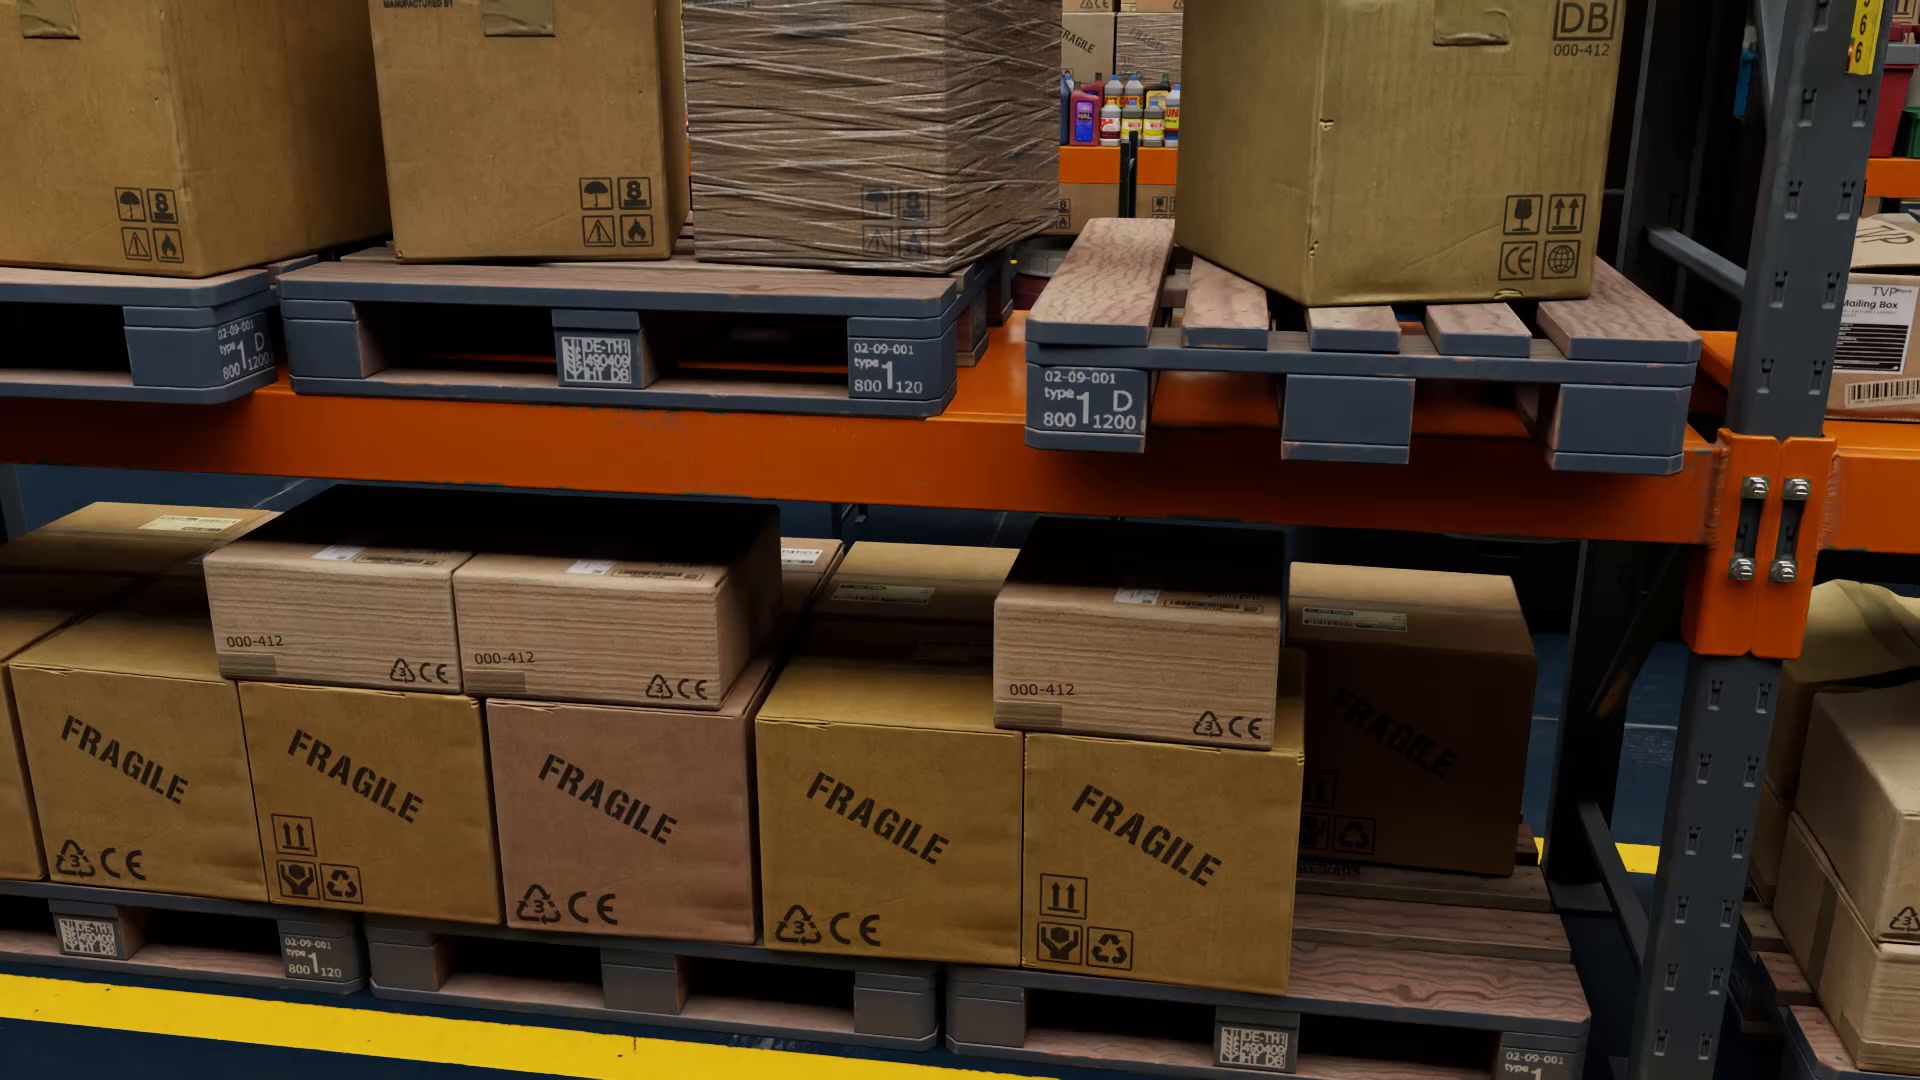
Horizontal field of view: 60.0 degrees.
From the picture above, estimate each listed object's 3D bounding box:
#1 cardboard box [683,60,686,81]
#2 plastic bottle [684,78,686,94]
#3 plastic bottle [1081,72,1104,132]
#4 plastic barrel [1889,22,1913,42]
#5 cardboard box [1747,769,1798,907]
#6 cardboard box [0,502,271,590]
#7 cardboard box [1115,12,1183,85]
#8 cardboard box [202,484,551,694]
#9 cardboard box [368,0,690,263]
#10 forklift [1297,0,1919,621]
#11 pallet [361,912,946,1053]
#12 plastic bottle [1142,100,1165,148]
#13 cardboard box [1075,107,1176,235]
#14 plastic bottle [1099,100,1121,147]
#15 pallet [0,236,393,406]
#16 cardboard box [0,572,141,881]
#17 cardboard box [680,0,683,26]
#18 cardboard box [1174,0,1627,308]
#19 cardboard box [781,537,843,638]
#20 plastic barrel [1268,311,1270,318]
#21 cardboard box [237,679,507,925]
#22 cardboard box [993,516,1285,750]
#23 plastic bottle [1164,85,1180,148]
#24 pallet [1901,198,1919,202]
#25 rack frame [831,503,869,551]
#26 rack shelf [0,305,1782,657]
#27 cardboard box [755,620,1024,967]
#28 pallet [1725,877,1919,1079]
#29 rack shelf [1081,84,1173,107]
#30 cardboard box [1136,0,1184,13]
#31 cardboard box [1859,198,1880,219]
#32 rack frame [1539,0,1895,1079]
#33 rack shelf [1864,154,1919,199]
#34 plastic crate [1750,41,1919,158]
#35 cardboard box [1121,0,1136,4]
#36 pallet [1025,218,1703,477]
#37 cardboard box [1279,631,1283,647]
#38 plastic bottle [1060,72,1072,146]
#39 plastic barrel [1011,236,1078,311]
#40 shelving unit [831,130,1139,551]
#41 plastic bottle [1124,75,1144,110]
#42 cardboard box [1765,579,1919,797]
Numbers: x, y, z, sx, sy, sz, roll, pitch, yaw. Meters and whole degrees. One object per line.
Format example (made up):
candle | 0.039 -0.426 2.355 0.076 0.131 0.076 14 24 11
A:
cardboard box | -2.119 -3.622 12.798 0.250 0.149 0.380 3 19 10
plastic bottle | -1.350 -2.261 8.528 0.135 0.276 0.152 3 19 9
plastic bottle | 0.650 -2.177 8.266 0.133 0.283 0.061 3 19 9
plastic barrel | 4.047 -2.076 7.565 0.433 0.535 0.433 0 18 0
cardboard box | 1.928 0.570 3.545 0.500 0.250 0.500 3 19 10
cardboard box | -2.047 0.225 4.149 0.500 0.500 0.500 3 19 8
cardboard box | 1.414 -3.635 12.283 0.500 0.500 0.500 2 19 7
cardboard box | -1.153 0.086 3.384 0.500 0.250 0.500 3 19 9
cardboard box | -0.825 -0.864 3.337 0.500 0.500 0.700 -2 19 -5
forklift | 2.710 -1.214 5.311 3.031 2.935 1.130 4 19 11
pallet | -0.562 0.726 3.802 1.213 0.211 1.003 3 19 9
plastic bottle | 0.873 -1.877 7.499 0.097 0.201 0.097 0 18 0
cardboard box | 1.388 -2.869 12.836 0.875 0.875 1.225 3 19 9
plastic bottle | 0.681 -1.887 7.528 0.097 0.201 0.097 0 18 0
pallet | -1.808 -0.521 3.436 1.213 0.211 1.003 3 19 9
cardboard box | -2.141 0.391 3.654 0.500 0.500 0.500 2 19 6
cardboard box | -1.995 -4.181 12.658 0.500 0.500 0.500 3 19 9
cardboard box | 0.730 -0.728 2.933 0.500 0.500 0.700 -3 19 -10
cardboard box | -0.563 0.303 3.916 0.500 0.500 0.500 2 19 7
plastic barrel | 1.674 -1.226 7.999 0.708 0.830 0.600 3 19 9
cardboard box | -1.120 0.442 3.502 0.500 0.500 0.500 3 19 9
cardboard box | 0.353 0.161 3.159 0.500 0.250 0.500 4 19 11
plastic bottle | 0.969 -1.905 7.473 0.097 0.271 0.097 0 18 0
pallet | 9.727 -3.490 16.402 1.213 0.211 1.003 3 19 9
rack frame | -0.418 -0.733 6.129 0.032 1.500 0.500 3 19 9
rack shelf | -0.605 -0.245 3.441 4.000 0.370 1.077 3 19 9
cardboard box | -0.102 0.492 3.352 0.500 0.500 0.500 2 19 7
pallet | 2.177 0.891 3.308 1.213 0.211 1.003 3 19 9
rack shelf | 0.970 -3.348 12.716 4.000 0.370 1.077 3 19 9
cardboard box | 1.583 -4.187 12.352 0.637 0.503 0.797 3 19 10
cardboard box | 6.291 -2.448 12.139 0.500 0.500 0.700 1 19 4
rack frame | 1.370 -0.485 3.026 0.127 3.000 1.000 3 19 9
rack shelf | 4.134 -1.595 7.477 4.000 0.370 1.077 3 19 9
plastic crate | 3.706 -1.890 7.124 0.583 0.464 0.402 3 19 9
cardboard box | 1.742 -5.460 16.690 0.250 0.149 0.380 3 19 10
pallet | 0.690 -0.406 3.093 1.003 0.211 1.213 3 19 9
cardboard box | 0.448 0.355 3.762 0.500 0.500 0.500 2 19 7
plastic bottle | 0.413 -1.979 7.567 0.185 0.351 0.144 3 19 9
plastic barrel | 0.559 -1.169 8.207 0.708 0.588 0.600 3 19 9
shelving unit | 0.084 -0.707 6.052 1.048 1.500 0.538 3 19 9
plastic bottle | 0.857 -2.155 8.219 0.097 0.271 0.097 0 18 0
cardboard box | 1.926 0.303 3.458 0.500 0.311 0.500 3 19 10
